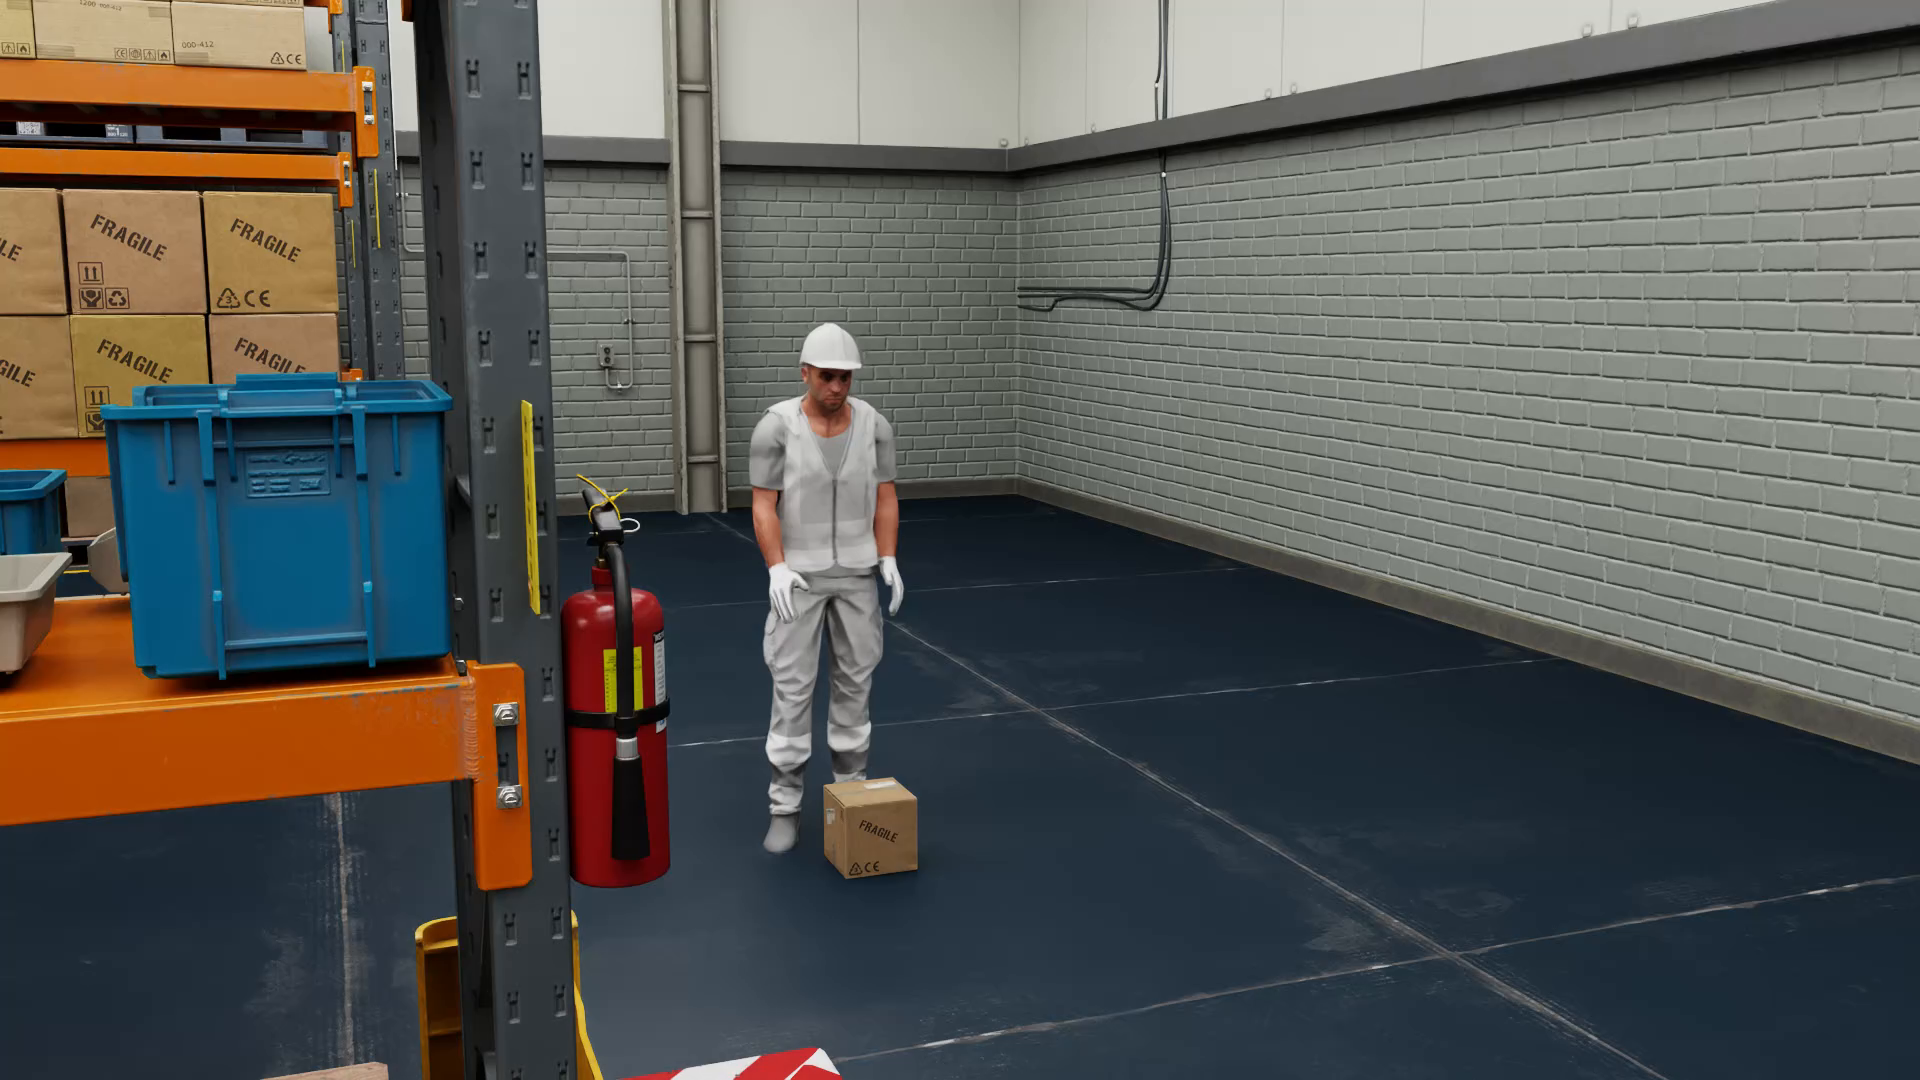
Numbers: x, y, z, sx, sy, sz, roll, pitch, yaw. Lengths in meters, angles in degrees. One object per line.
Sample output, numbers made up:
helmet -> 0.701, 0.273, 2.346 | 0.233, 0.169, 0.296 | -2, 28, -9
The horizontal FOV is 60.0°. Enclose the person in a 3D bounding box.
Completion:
person -> -0.467, 0.158, 5.814 | 0.560, 1.815, 0.459 | -3, 9, -21
